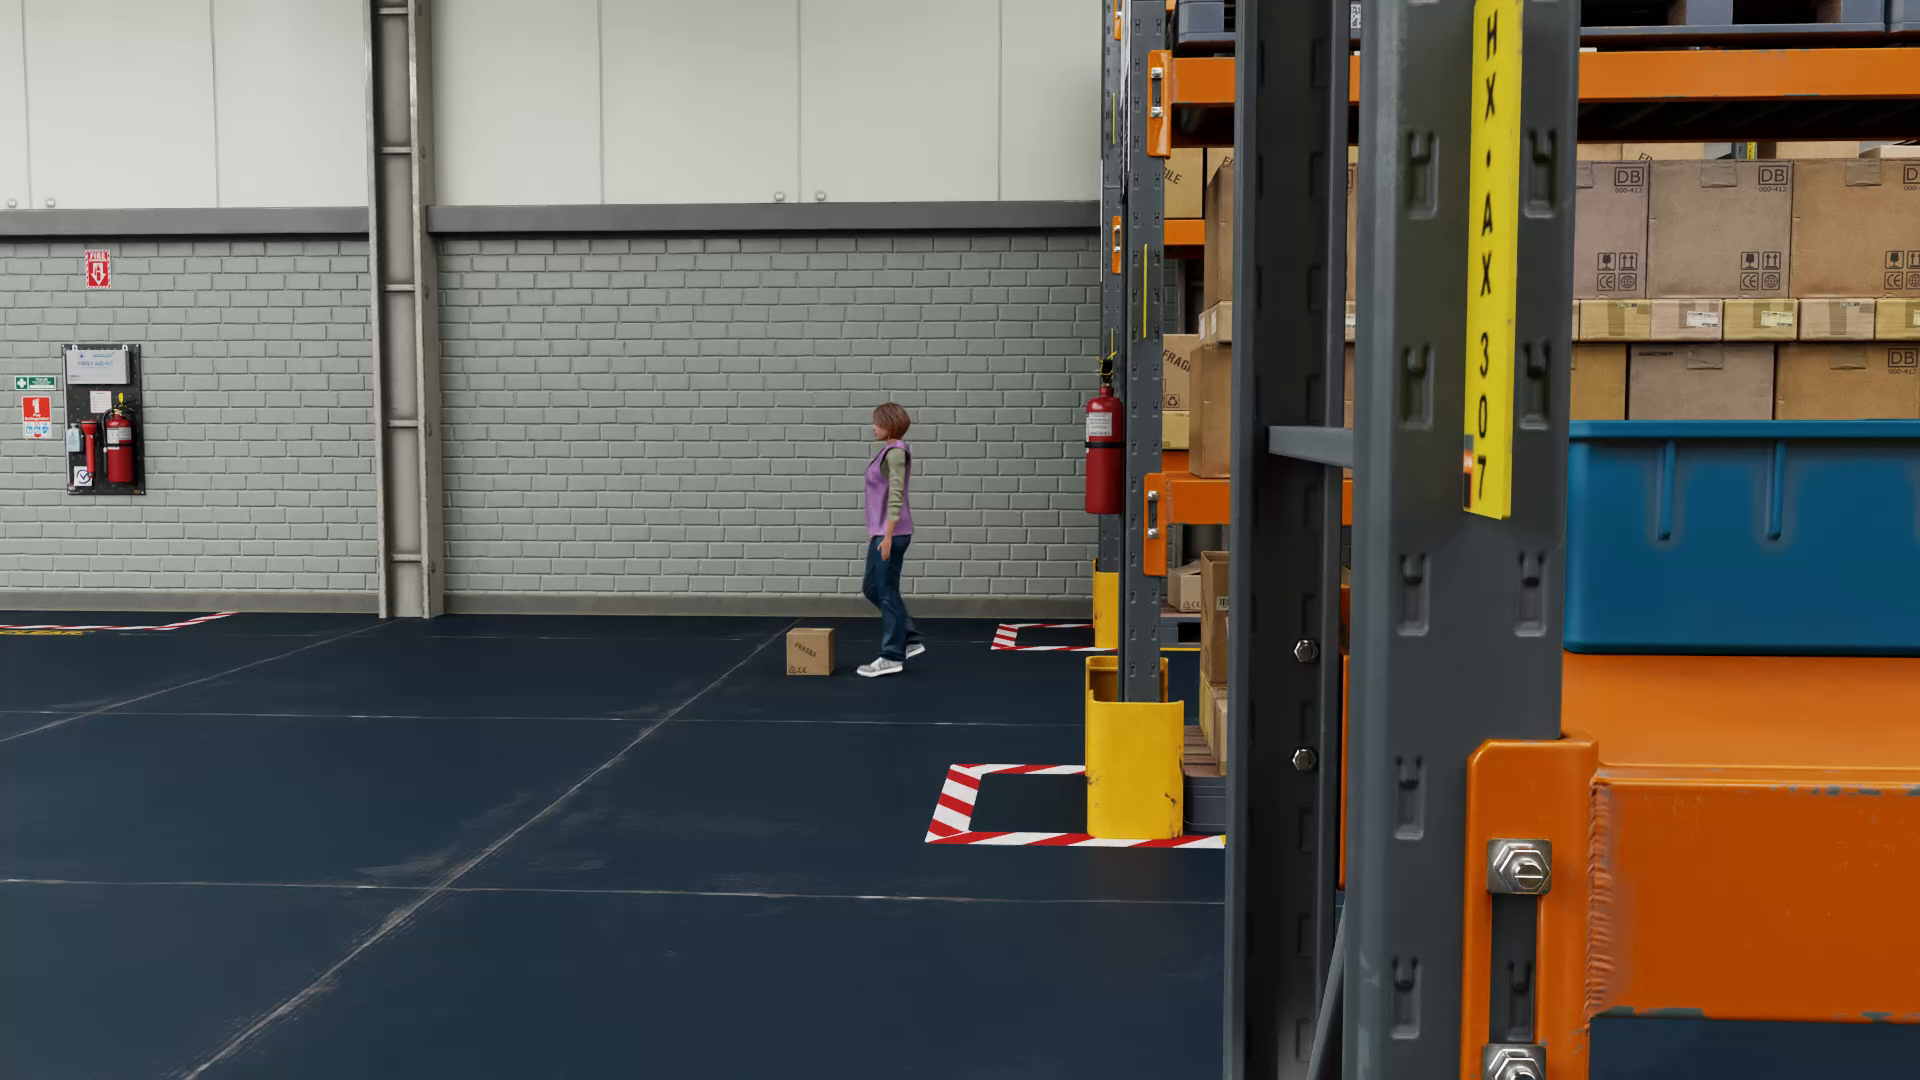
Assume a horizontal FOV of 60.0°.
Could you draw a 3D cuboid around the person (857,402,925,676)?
[{"bbox_3d":[-0.410,-0.010,9.849,0.412,1.609,0.429,0,4,-4],"label":"person"}]
